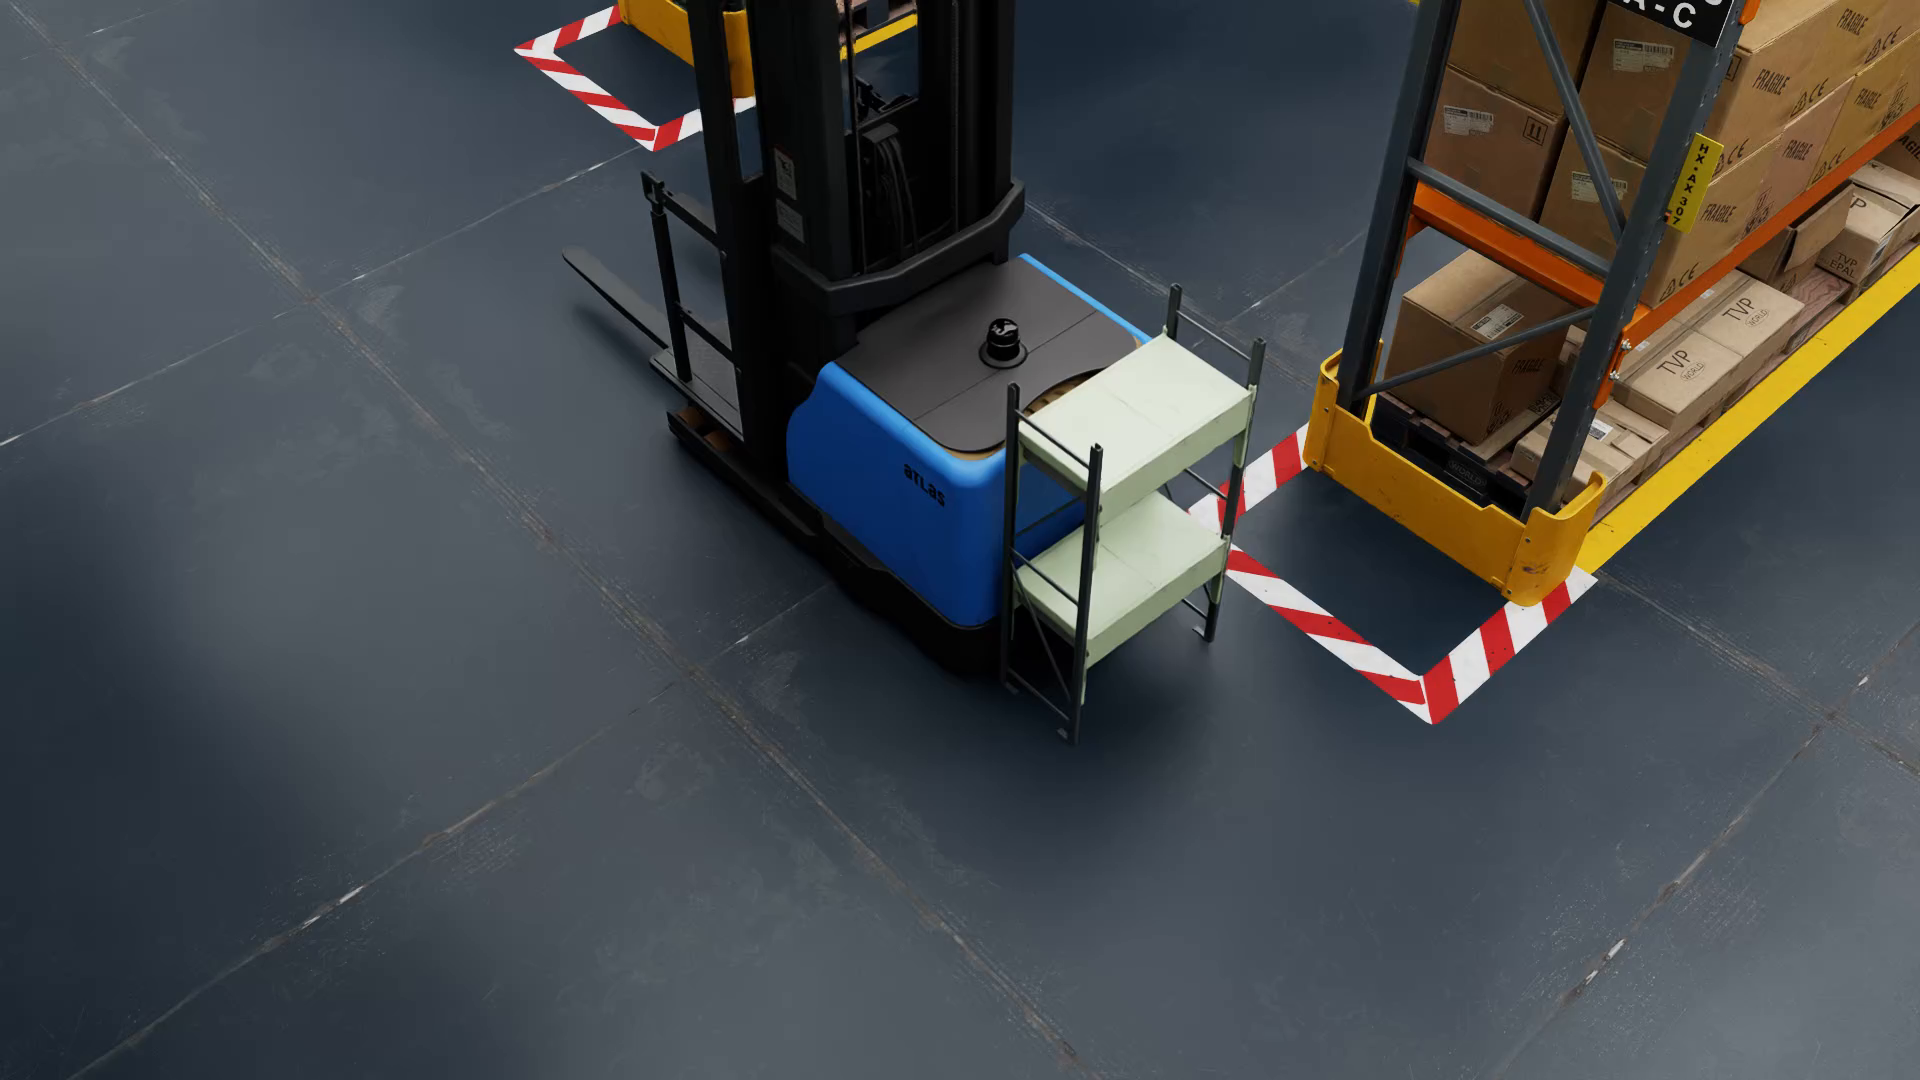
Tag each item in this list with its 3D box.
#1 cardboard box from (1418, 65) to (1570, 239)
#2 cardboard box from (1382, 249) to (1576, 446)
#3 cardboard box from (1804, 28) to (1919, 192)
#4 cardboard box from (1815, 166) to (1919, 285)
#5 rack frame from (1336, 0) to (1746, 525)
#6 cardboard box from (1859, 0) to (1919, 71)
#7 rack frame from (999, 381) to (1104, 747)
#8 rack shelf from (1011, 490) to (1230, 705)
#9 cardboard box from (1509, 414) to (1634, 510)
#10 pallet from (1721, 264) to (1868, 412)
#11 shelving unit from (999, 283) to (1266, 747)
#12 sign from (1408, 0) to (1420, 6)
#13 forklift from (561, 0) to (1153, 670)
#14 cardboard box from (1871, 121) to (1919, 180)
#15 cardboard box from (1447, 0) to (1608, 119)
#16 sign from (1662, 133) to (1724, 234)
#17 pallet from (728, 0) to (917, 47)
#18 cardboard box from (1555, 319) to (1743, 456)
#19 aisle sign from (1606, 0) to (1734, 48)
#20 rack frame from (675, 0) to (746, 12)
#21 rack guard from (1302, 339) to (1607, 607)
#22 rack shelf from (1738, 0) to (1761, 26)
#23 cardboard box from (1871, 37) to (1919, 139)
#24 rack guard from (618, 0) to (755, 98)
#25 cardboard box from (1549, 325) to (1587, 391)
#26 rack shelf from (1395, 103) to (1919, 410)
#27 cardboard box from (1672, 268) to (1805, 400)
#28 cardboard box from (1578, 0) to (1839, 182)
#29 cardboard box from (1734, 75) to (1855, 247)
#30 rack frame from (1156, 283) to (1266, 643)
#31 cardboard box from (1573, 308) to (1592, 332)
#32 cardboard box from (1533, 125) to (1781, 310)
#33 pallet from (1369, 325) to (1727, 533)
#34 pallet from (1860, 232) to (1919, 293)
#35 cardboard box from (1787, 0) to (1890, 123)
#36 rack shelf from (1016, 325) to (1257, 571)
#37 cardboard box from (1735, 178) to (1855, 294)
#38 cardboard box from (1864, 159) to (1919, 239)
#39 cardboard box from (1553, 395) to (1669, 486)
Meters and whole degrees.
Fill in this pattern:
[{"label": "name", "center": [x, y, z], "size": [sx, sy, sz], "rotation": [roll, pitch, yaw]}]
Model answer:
[{"label": "cardboard box", "center": [2.041, -1.504, 6.028], "size": [0.500, 0.500, 0.500], "rotation": [-32, 55, -26]}, {"label": "cardboard box", "center": [2.129, -0.804, 6.853], "size": [0.500, 0.500, 0.500], "rotation": [-34, 56, -27]}, {"label": "cardboard box", "center": [3.150, -1.715, 6.223], "size": [0.500, 0.500, 0.500], "rotation": [-34, 56, -27]}, {"label": "cardboard box", "center": [4.067, -1.509, 7.631], "size": [0.500, 0.311, 0.500], "rotation": [-34, 56, -27]}, {"label": "rack frame", "center": [1.893, -1.100, 5.724], "size": [0.127, 3.000, 1.000], "rotation": [-34, 56, -27]}, {"label": "cardboard box", "center": [3.154, -2.056, 5.858], "size": [0.500, 0.500, 0.500], "rotation": [-33, 55, -27]}, {"label": "rack frame", "center": [0.288, 0.130, 5.610], "size": [0.023, 1.500, 0.400], "rotation": [-33, 55, -27]}, {"label": "rack shelf", "center": [0.562, 0.172, 6.014], "size": [0.720, 0.370, 0.431], "rotation": [-33, 55, -27]}, {"label": "cardboard box", "center": [2.434, -0.303, 6.629], "size": [0.250, 0.149, 0.380], "rotation": [-34, 56, -27]}, {"label": "pallet", "center": [3.441, -1.187, 7.702], "size": [1.213, 0.211, 1.003], "rotation": [-34, 56, -27]}, {"label": "shelving unit", "center": [0.562, -0.049, 5.775], "size": [0.755, 1.500, 0.431], "rotation": [-33, 55, -27]}, {"label": "sign", "center": [1.534, -1.912, 5.470], "size": [0.005, 0.325, 0.100], "rotation": [-34, 56, -27]}, {"label": "forklift", "center": [-0.590, -1.513, 6.152], "size": [1.130, 2.935, 3.031], "rotation": [-33, 55, -27]}, {"label": "cardboard box", "center": [4.622, -1.943, 7.904], "size": [0.500, 0.500, 0.500], "rotation": [-34, 56, -27]}, {"label": "cardboard box", "center": [2.037, -1.843, 5.661], "size": [0.500, 0.500, 0.500], "rotation": [-34, 56, -27]}, {"label": "sign", "center": [2.258, -1.099, 5.134], "size": [0.005, 0.325, 0.100], "rotation": [-34, 56, -27]}, {"label": "pallet", "center": [-0.800, -3.237, 9.593], "size": [1.213, 0.211, 1.003], "rotation": [-34, 56, -27]}, {"label": "cardboard box", "center": [2.856, -0.679, 6.907], "size": [0.500, 0.250, 0.500], "rotation": [-34, 56, -27]}, {"label": "aisle sign", "center": [2.040, -1.788, 4.590], "size": [0.004, 0.787, 0.394], "rotation": [-34, 56, -27]}, {"label": "rack frame", "center": [-1.437, -3.796, 8.211], "size": [0.127, 3.000, 1.000], "rotation": [-34, 56, -27]}, {"label": "rack guard", "center": [1.949, -0.290, 6.677], "size": [0.348, 0.500, 1.175], "rotation": [-34, 56, -27]}, {"label": "rack shelf", "center": [3.373, -2.862, 5.799], "size": [4.000, 0.370, 1.077], "rotation": [-34, 56, -27]}, {"label": "cardboard box", "center": [3.521, -1.961, 6.450], "size": [0.500, 0.500, 0.500], "rotation": [-33, 55, -27]}, {"label": "rack guard", "center": [-1.446, -2.929, 9.112], "size": [0.348, 0.500, 1.175], "rotation": [-34, 56, -27]}, {"label": "cardboard box", "center": [2.490, -0.843, 7.115], "size": [0.250, 0.166, 0.380], "rotation": [-34, 56, -27]}, {"label": "rack shelf", "center": [3.373, -1.845, 6.901], "size": [4.000, 0.370, 1.077], "rotation": [-34, 56, -27]}, {"label": "cardboard box", "center": [3.226, -0.926, 7.135], "size": [0.500, 0.250, 0.500], "rotation": [-34, 56, -27]}, {"label": "cardboard box", "center": [2.399, -1.549, 5.390], "size": [0.500, 0.500, 0.500], "rotation": [-32, 55, -26]}, {"label": "cardboard box", "center": [2.777, -1.468, 5.996], "size": [0.500, 0.500, 0.500], "rotation": [-34, 56, -27]}, {"label": "rack frame", "center": [0.835, -0.227, 5.939], "size": [0.023, 1.500, 0.400], "rotation": [-33, 55, -27]}, {"label": "cardboard box", "center": [2.852, -1.173, 7.363], "size": [0.500, 0.250, 0.500], "rotation": [-34, 56, -27]}, {"label": "cardboard box", "center": [2.399, -1.210, 5.758], "size": [0.500, 0.500, 0.500], "rotation": [-33, 55, -26]}, {"label": "pallet", "center": [2.538, -0.587, 7.148], "size": [1.213, 0.211, 1.003], "rotation": [-34, 56, -27]}, {"label": "pallet", "center": [4.344, -1.793, 8.261], "size": [1.213, 0.211, 1.003], "rotation": [-34, 56, -27]}, {"label": "cardboard box", "center": [2.780, -1.812, 5.632], "size": [0.500, 0.500, 0.500], "rotation": [-33, 55, -27]}, {"label": "rack shelf", "center": [0.562, -0.313, 5.488], "size": [0.720, 0.370, 0.431], "rotation": [-33, 55, -27]}, {"label": "cardboard box", "center": [3.466, -1.449, 7.445], "size": [0.637, 0.503, 0.797], "rotation": [-34, 56, -27]}, {"label": "cardboard box", "center": [4.385, -1.606, 7.832], "size": [0.250, 0.149, 0.380], "rotation": [-34, 56, -27]}, {"label": "cardboard box", "center": [2.619, -0.432, 6.736], "size": [0.250, 0.166, 0.380], "rotation": [-34, 56, -27]}]
